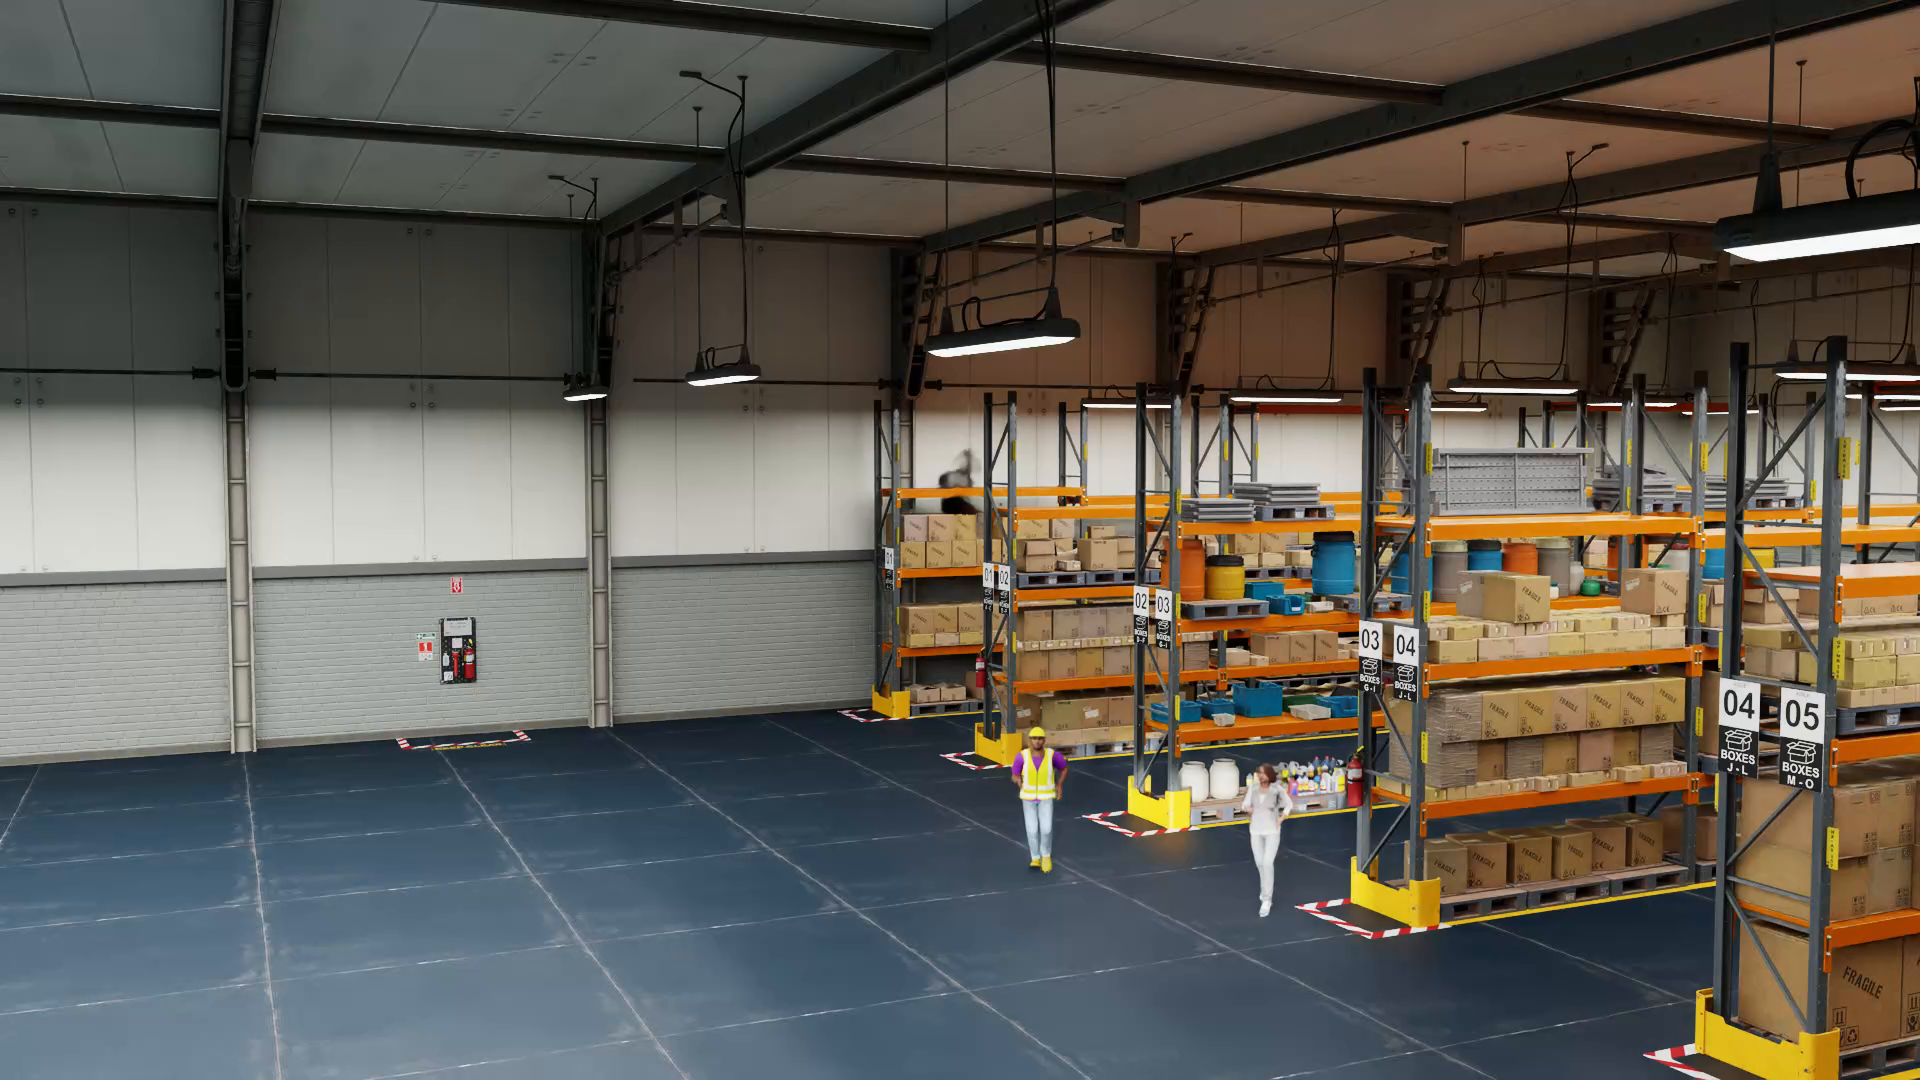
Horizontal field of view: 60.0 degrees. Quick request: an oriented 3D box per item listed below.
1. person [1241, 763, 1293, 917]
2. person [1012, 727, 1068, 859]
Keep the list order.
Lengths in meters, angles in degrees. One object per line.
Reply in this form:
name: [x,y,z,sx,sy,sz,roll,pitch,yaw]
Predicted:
person: [3.837,3.129,21.040,2.552,1.635,5.567,2,4,32]
person: [0.943,3.078,19.986,0.660,1.661,0.687,0,3,8]
